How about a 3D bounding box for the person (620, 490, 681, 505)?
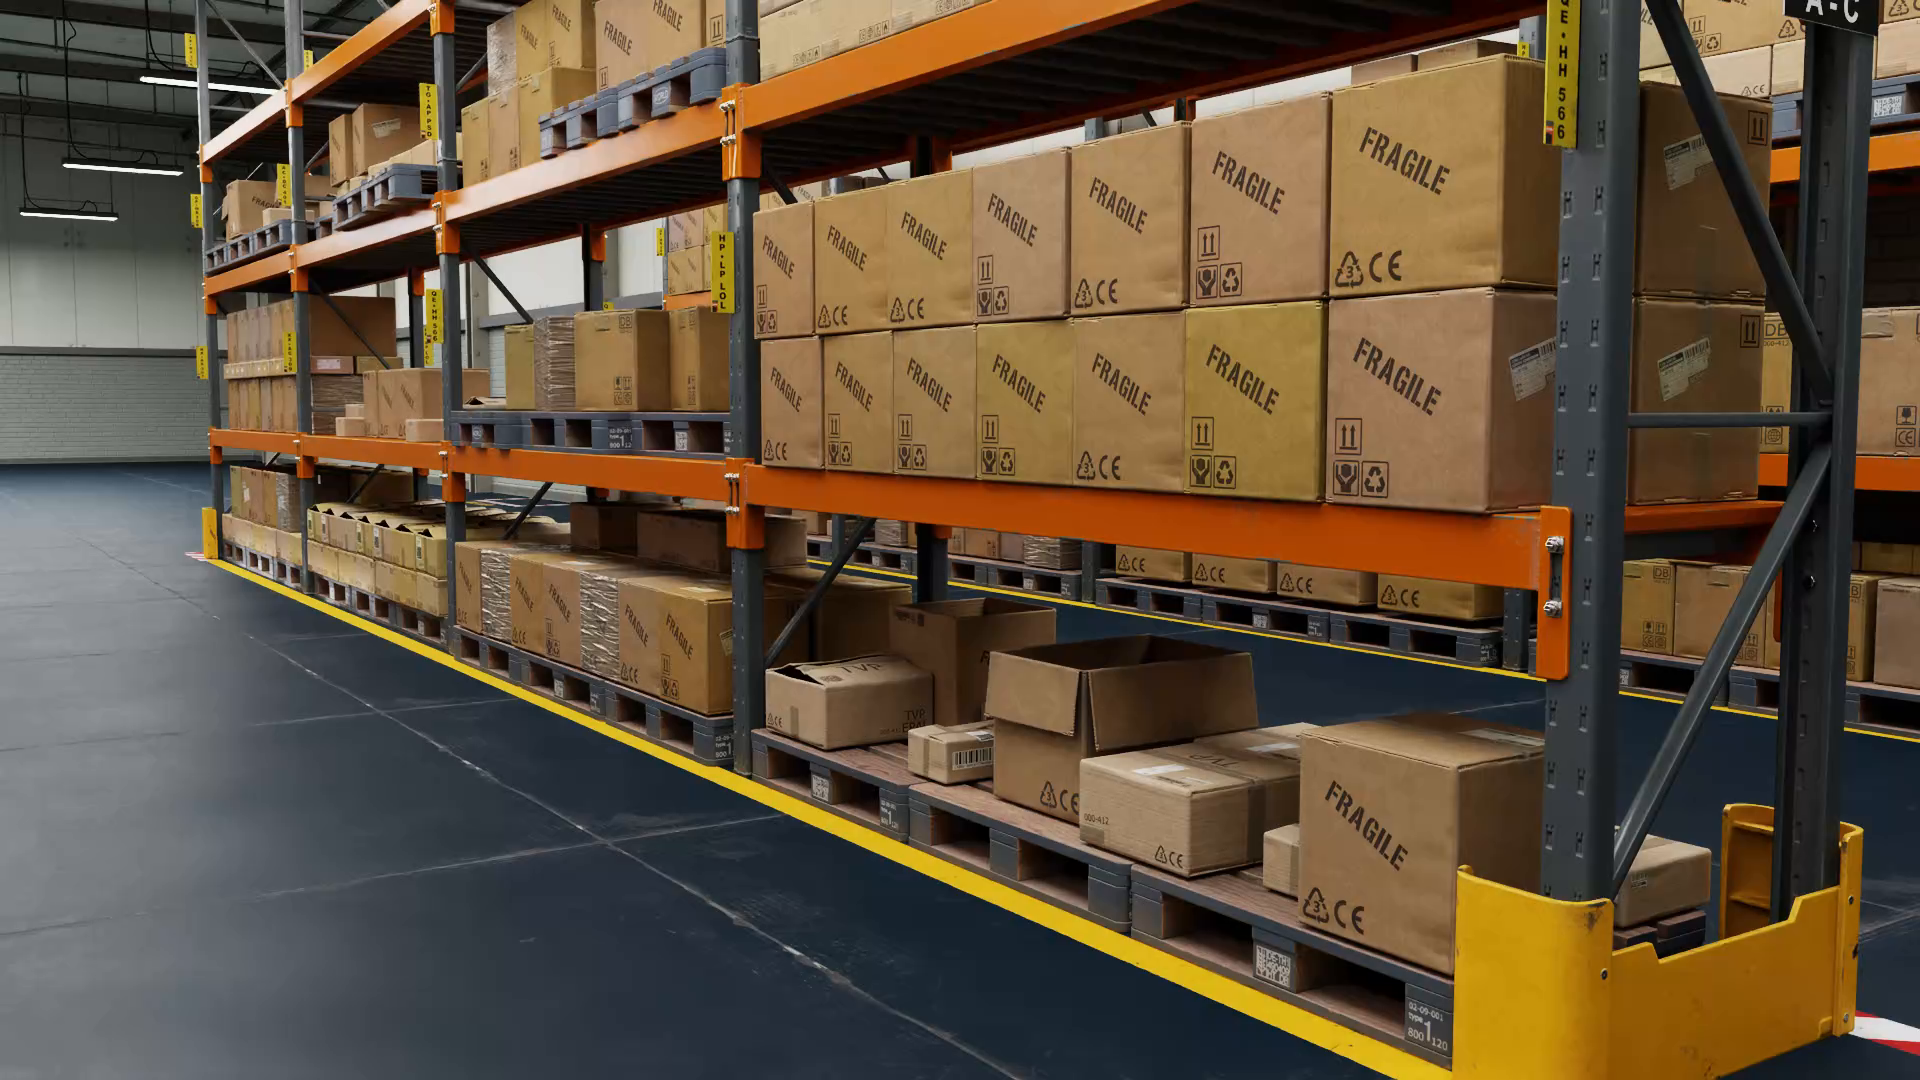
[{"bbox_3d":[-2.391,-0.394,12.854,0.567,1.755,0.579,-3,5,-32],"label":"person"}]
